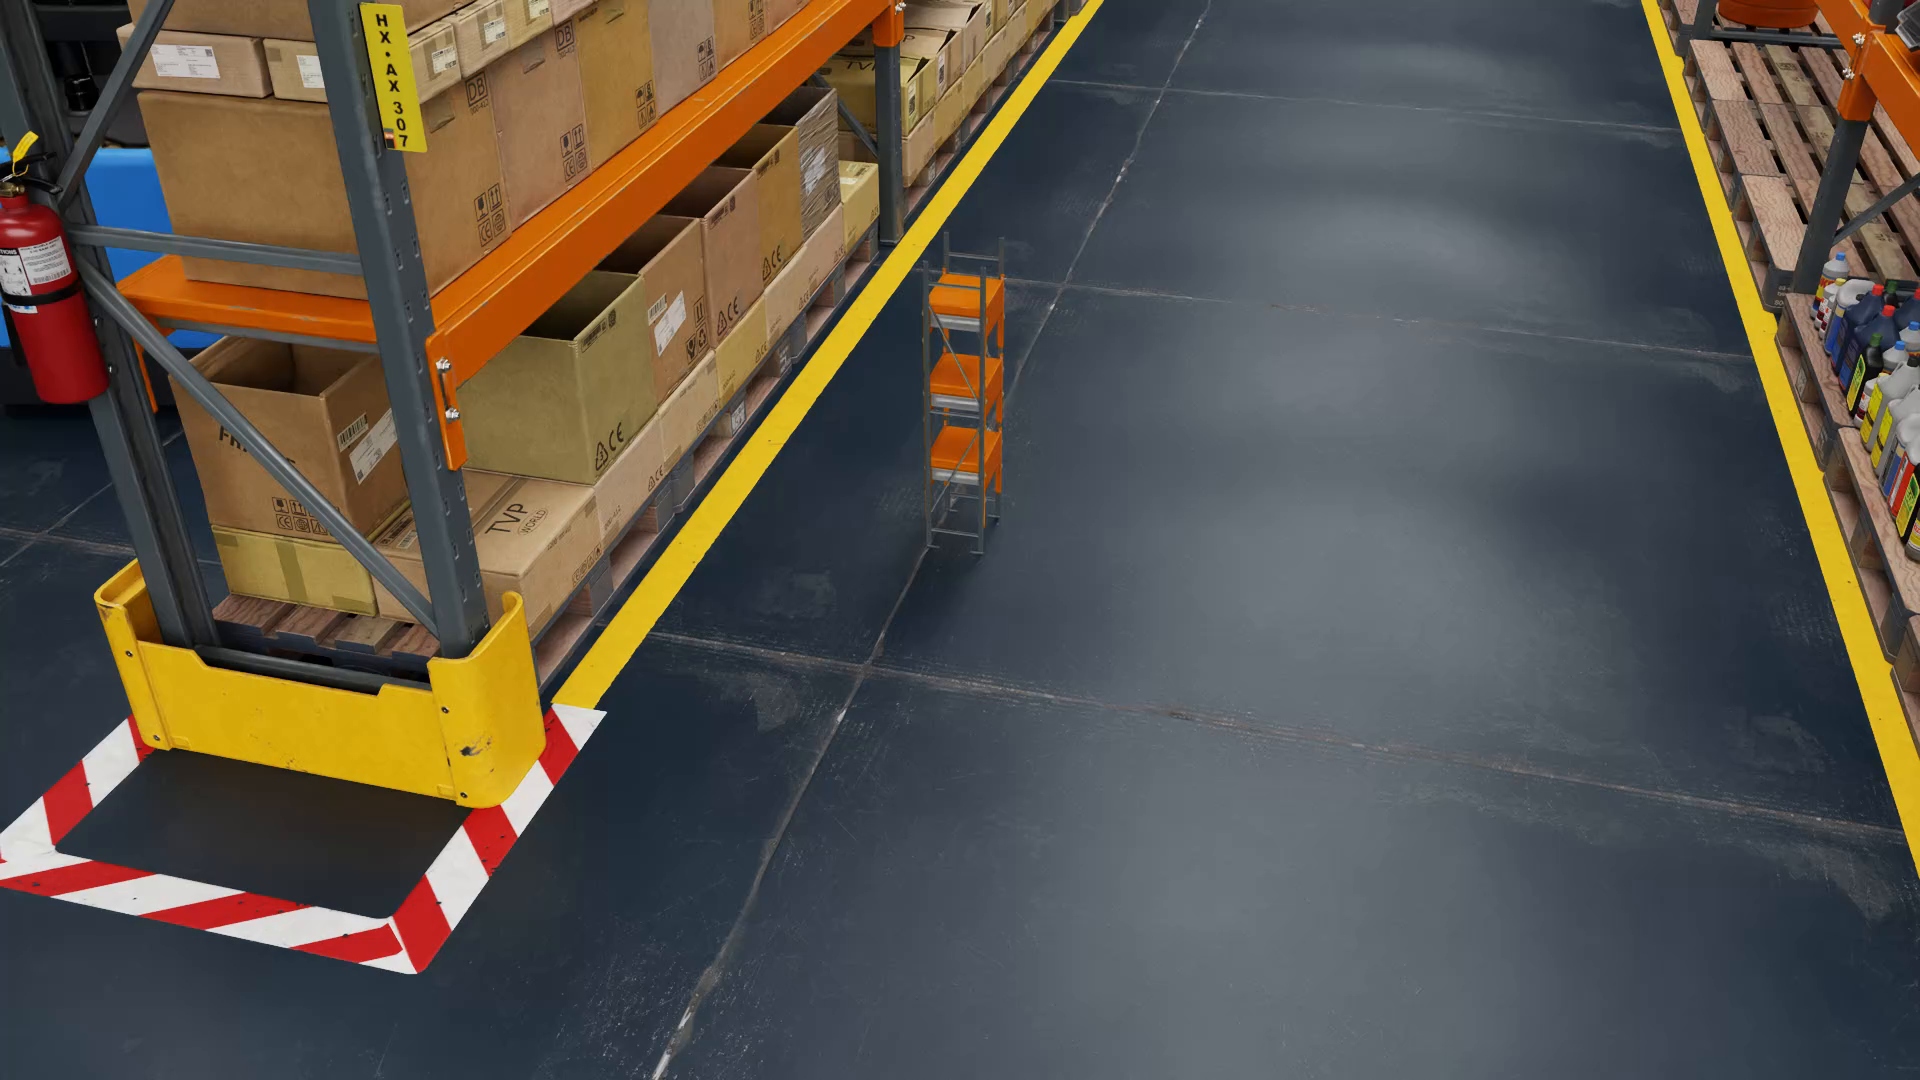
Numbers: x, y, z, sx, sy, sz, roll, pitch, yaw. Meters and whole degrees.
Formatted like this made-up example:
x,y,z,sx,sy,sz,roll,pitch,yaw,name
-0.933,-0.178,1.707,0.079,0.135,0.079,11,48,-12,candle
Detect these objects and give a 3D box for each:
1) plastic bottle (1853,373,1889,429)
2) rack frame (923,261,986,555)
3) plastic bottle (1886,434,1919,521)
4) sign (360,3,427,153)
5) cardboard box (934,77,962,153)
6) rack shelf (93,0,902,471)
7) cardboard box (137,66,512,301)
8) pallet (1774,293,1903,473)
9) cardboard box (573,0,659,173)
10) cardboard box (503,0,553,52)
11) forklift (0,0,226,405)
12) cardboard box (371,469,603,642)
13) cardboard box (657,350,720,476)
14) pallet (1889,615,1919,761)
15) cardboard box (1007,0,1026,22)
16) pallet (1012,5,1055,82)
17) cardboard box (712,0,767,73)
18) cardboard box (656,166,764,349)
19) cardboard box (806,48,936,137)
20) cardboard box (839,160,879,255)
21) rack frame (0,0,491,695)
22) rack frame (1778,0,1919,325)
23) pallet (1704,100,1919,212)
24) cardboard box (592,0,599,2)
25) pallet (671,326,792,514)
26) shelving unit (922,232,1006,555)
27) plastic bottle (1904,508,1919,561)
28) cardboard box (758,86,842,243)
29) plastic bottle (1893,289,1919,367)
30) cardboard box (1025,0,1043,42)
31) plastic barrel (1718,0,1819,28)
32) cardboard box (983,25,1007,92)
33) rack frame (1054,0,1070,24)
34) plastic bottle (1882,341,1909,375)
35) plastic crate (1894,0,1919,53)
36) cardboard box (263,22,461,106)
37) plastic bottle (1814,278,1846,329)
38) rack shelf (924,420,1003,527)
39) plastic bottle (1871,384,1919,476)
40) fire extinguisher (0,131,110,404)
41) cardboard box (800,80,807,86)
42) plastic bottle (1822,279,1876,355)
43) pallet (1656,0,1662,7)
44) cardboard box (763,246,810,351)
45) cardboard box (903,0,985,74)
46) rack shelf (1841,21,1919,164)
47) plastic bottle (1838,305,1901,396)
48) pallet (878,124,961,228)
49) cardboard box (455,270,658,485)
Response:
x,y,z,sx,sy,sz,roll,pitch,yaw,name
3.270,-0.499,5.937,0.097,0.201,0.097,0,32,0,plastic bottle
-0.017,-0.408,5.412,0.200,1.050,0.008,8,33,12,rack frame
3.136,-0.199,5.395,0.152,0.276,0.135,8,33,13,plastic bottle
-1.251,-1.019,3.676,0.100,0.325,0.005,8,33,12,sign
-0.298,-2.232,8.637,0.500,0.250,0.500,9,33,14,cardboard box
-1.279,-1.433,5.879,1.077,0.370,4.000,8,33,12,rack shelf
-1.655,-0.982,4.405,0.700,0.500,0.500,8,33,12,cardboard box
3.808,-0.579,6.463,1.003,0.211,1.213,8,33,12,pallet
-1.395,-1.512,5.239,0.700,0.500,0.500,8,33,13,cardboard box
-1.349,-1.456,4.546,0.380,0.149,0.250,8,33,13,cardboard box
-3.248,-2.510,6.967,1.130,2.935,3.031,0,32,1,forklift
-1.435,0.036,5.068,0.500,0.250,0.500,8,33,12,cardboard box
-1.184,-0.483,5.885,0.500,0.250,0.500,8,33,12,cardboard box
3.189,0.688,4.472,1.003,0.211,1.213,8,33,12,pallet
0.093,-3.266,9.741,0.500,0.311,0.500,8,33,12,cardboard box
-0.003,-3.252,10.668,1.003,0.211,1.213,8,33,12,pallet
-1.136,-2.051,6.087,0.700,0.500,0.500,9,33,13,cardboard box
-1.052,-1.058,6.091,0.500,0.500,0.500,8,33,12,cardboard box
-0.425,-2.209,8.077,0.500,0.311,0.500,8,33,13,cardboard box
-0.677,-1.521,7.518,0.500,0.250,0.500,8,33,12,cardboard box
-1.786,-0.699,4.053,1.000,3.000,0.127,8,33,12,rack frame
4.019,-2.098,6.255,1.000,3.000,0.127,8,33,12,rack frame
4.488,-1.969,8.651,1.003,0.211,1.213,8,33,12,pallet
-1.218,-1.725,4.970,0.380,0.149,0.250,7,33,11,cardboard box
-1.321,-0.556,6.427,1.003,0.211,1.213,8,33,12,pallet
0.014,-0.471,5.512,0.215,1.050,0.252,8,33,12,shelving unit
3.046,-0.040,5.215,0.097,0.201,0.097,0,32,0,plastic bottle
-0.816,-1.580,6.911,0.500,0.500,0.500,8,33,12,cardboard box
3.552,-0.784,6.246,0.144,0.351,0.185,8,33,12,plastic bottle
0.219,-3.293,10.305,0.500,0.250,0.500,8,33,12,cardboard box
5.142,-3.692,10.392,0.600,0.830,0.708,8,33,12,plastic barrel
-0.039,-2.765,9.475,0.500,0.250,0.500,9,33,13,cardboard box
0.244,-4.850,10.584,1.000,3.000,0.127,8,33,12,rack frame
3.364,-0.591,6.016,0.097,0.271,0.097,0,32,0,plastic bottle
3.763,-1.818,5.871,0.767,0.338,0.504,8,33,12,plastic crate
-1.478,-1.189,4.127,0.380,0.149,0.250,8,33,12,cardboard box
3.488,-0.945,6.638,0.097,0.201,0.097,0,32,0,plastic bottle
0.014,-0.227,5.667,0.215,0.259,0.240,8,33,12,rack shelf
3.210,-0.389,5.624,0.144,0.351,0.185,9,34,14,plastic bottle
-2.266,-0.668,4.077,0.296,0.674,0.183,8,33,12,fire extinguisher
-0.946,-2.277,8.185,0.500,0.311,0.500,8,33,12,cardboard box
3.459,-0.857,6.431,0.152,0.276,0.135,9,34,14,plastic bottle
5.506,-4.043,11.913,1.003,0.211,1.213,8,33,12,pallet
-0.927,-1.001,6.701,0.500,0.250,0.500,8,33,12,cardboard box
-0.163,-2.736,8.907,0.500,0.311,0.500,7,33,11,cardboard box
3.512,-0.757,4.815,1.077,0.370,4.000,8,33,12,rack shelf
3.365,-0.706,6.123,0.144,0.351,0.185,7,33,10,plastic bottle
-0.622,-1.985,8.676,1.003,0.211,1.213,8,33,12,pallet
-1.310,-0.540,5.276,0.500,0.500,0.500,8,33,12,cardboard box
